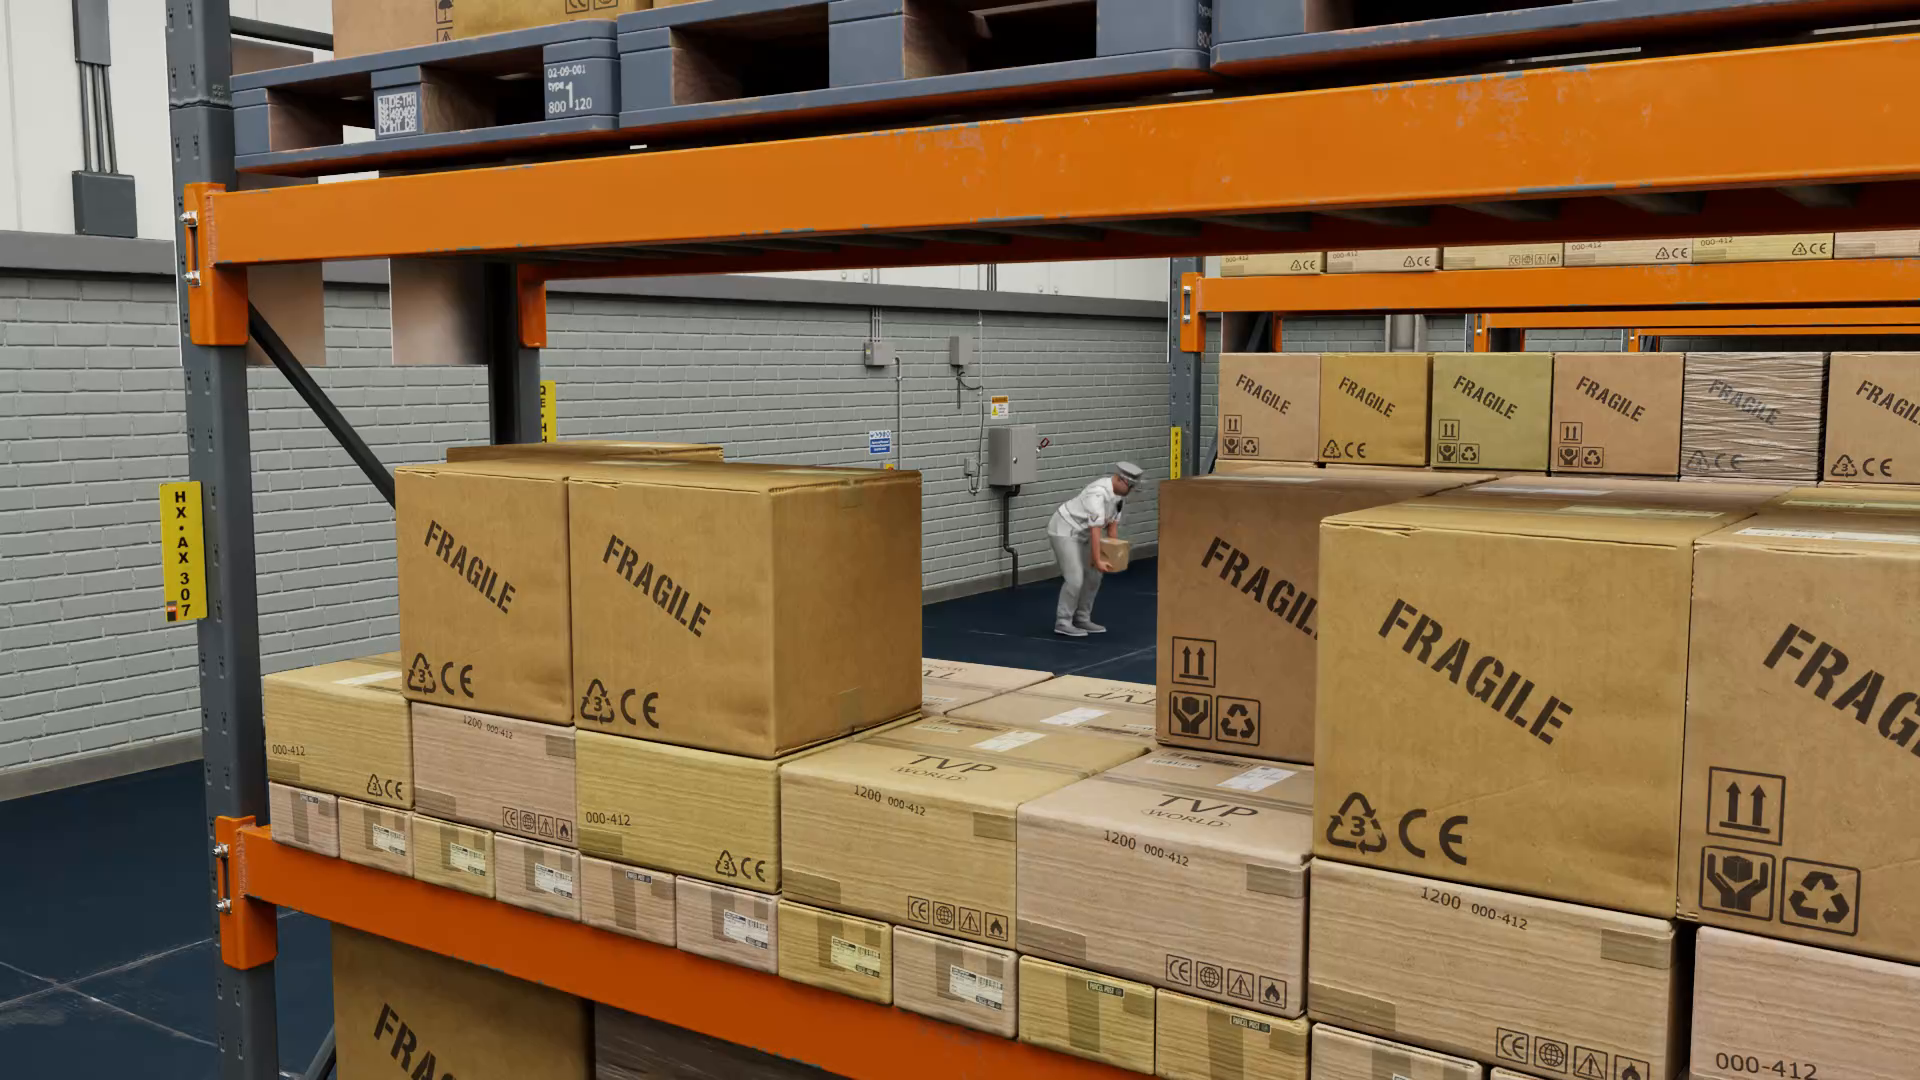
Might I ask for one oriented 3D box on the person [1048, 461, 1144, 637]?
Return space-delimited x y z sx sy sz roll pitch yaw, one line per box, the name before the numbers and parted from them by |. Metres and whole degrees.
person | 1.193 0.079 14.573 0.861 1.532 0.478 4 7 32
